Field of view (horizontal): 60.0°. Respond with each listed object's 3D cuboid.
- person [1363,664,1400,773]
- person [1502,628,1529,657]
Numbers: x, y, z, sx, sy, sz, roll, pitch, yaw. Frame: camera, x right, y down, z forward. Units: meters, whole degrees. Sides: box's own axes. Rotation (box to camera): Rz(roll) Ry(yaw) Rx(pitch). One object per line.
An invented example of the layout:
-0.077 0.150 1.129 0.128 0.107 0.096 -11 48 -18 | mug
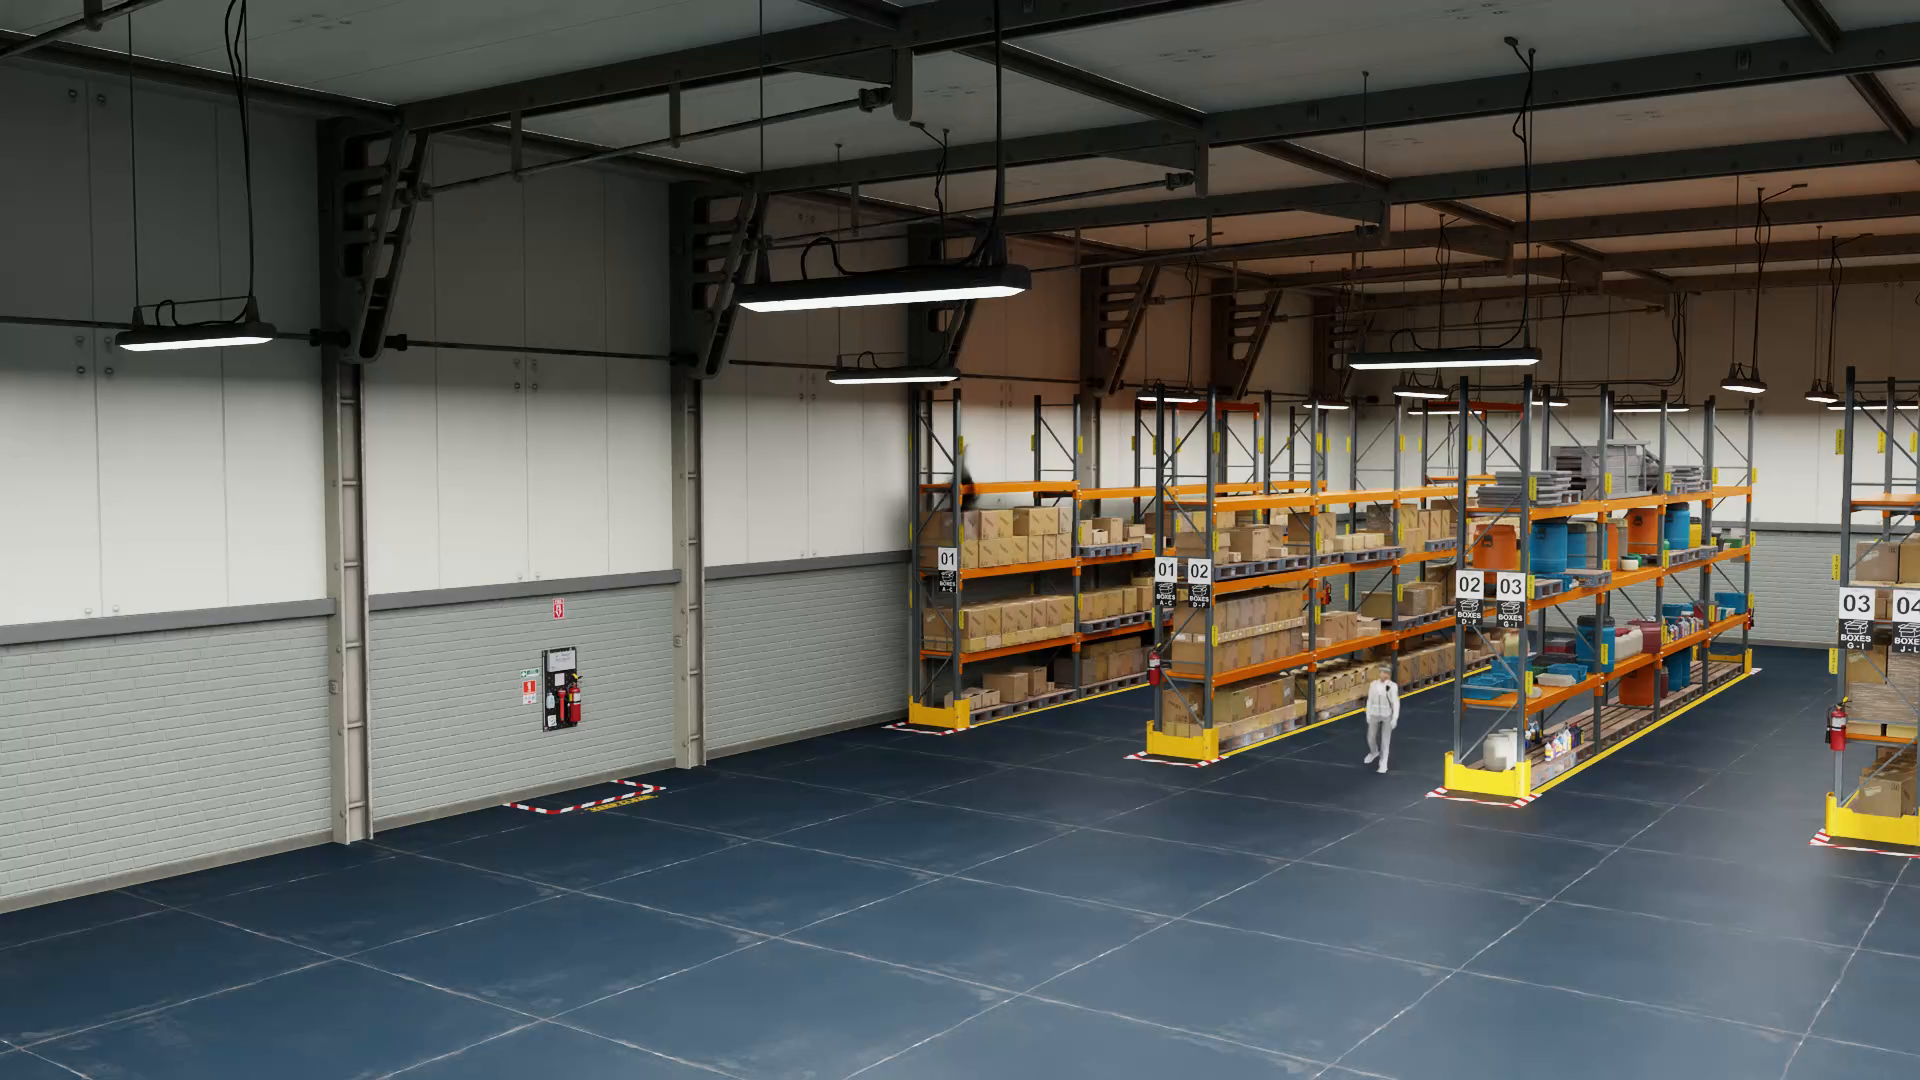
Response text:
6.459 2.706 25.476 0.594 1.667 0.542 2 4 28 | person
10.588 2.359 31.845 0.577 1.647 0.635 2 4 35 | person
